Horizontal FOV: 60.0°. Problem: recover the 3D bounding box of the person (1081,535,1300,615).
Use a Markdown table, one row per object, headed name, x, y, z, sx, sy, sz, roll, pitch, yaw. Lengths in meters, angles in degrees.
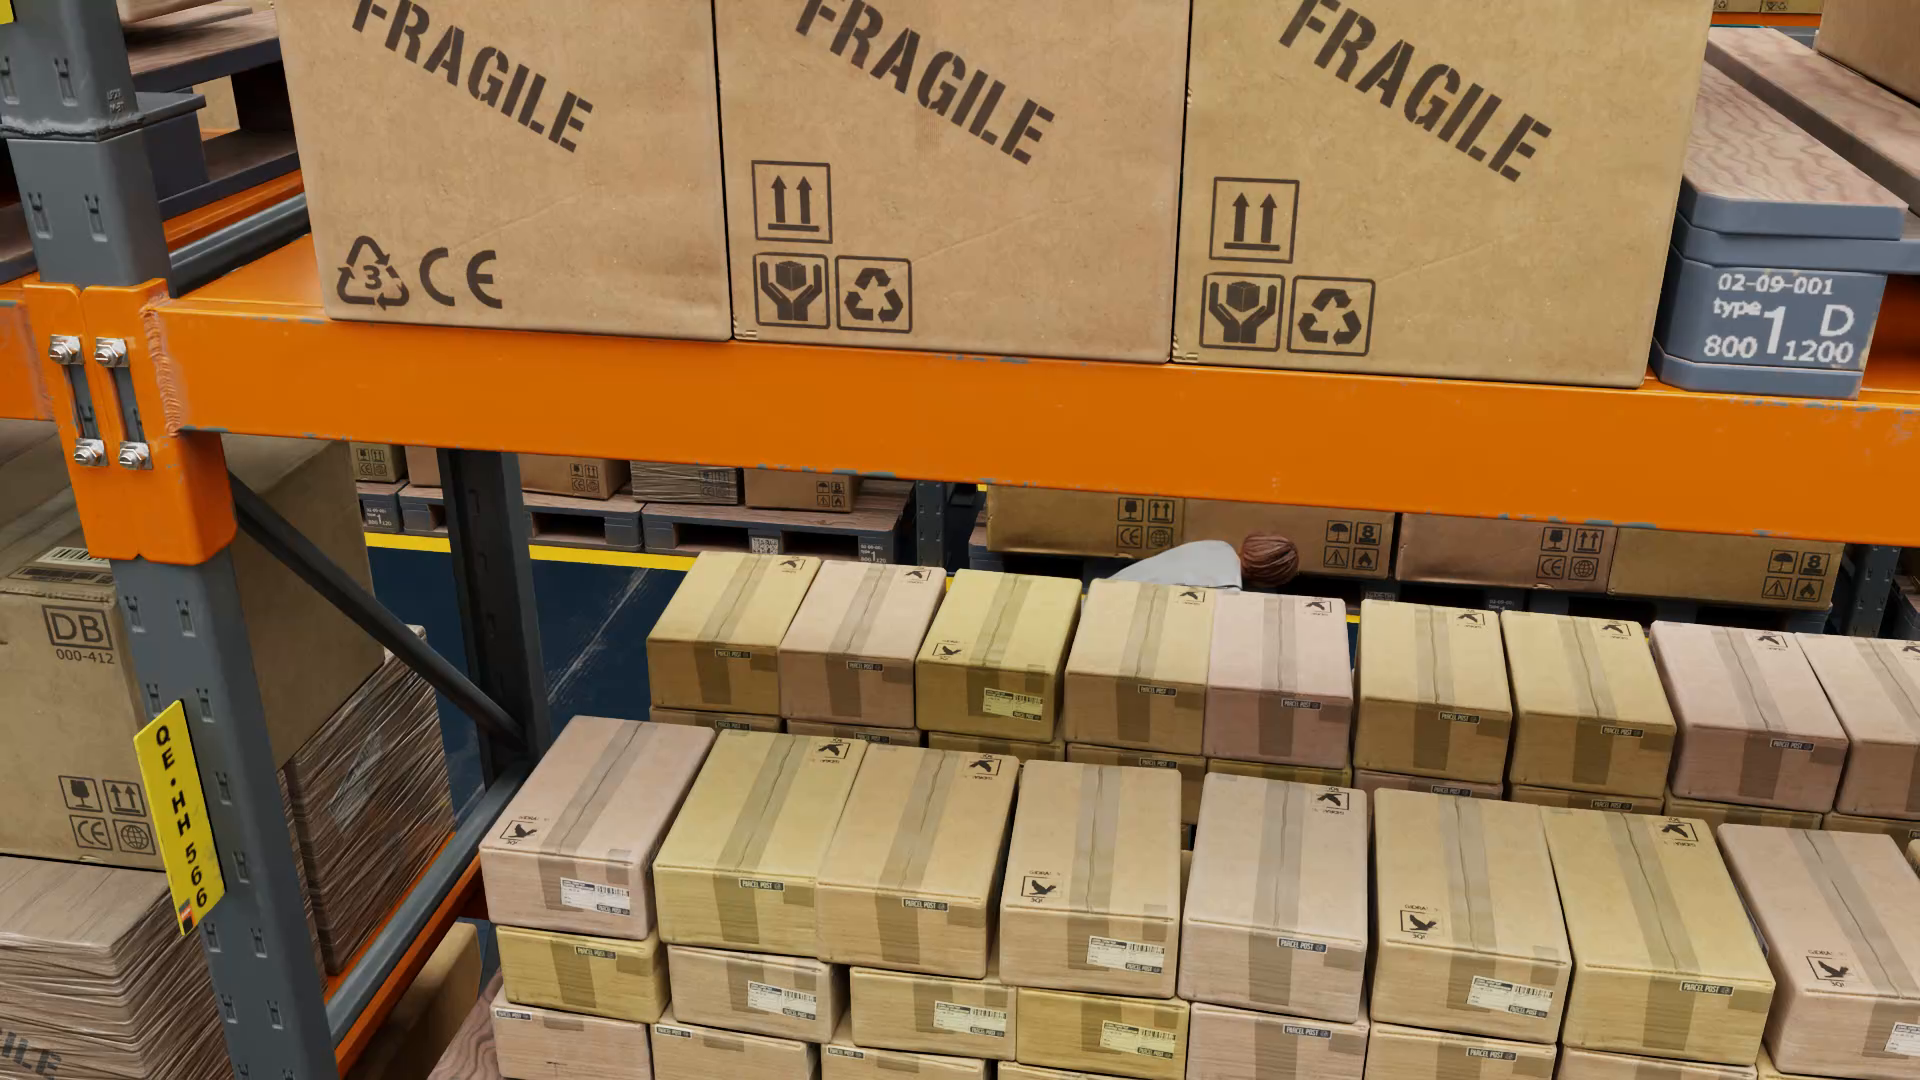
| name | x | y | z | sx | sy | sz | roll | pitch | yaw |
| --- | --- | --- | --- | --- | --- | --- | --- | --- | --- |
| person | 0.851 | 0.359 | 6.282 | 0.804 | 0.814 | 0.441 | 4 | 26 | 9 |
